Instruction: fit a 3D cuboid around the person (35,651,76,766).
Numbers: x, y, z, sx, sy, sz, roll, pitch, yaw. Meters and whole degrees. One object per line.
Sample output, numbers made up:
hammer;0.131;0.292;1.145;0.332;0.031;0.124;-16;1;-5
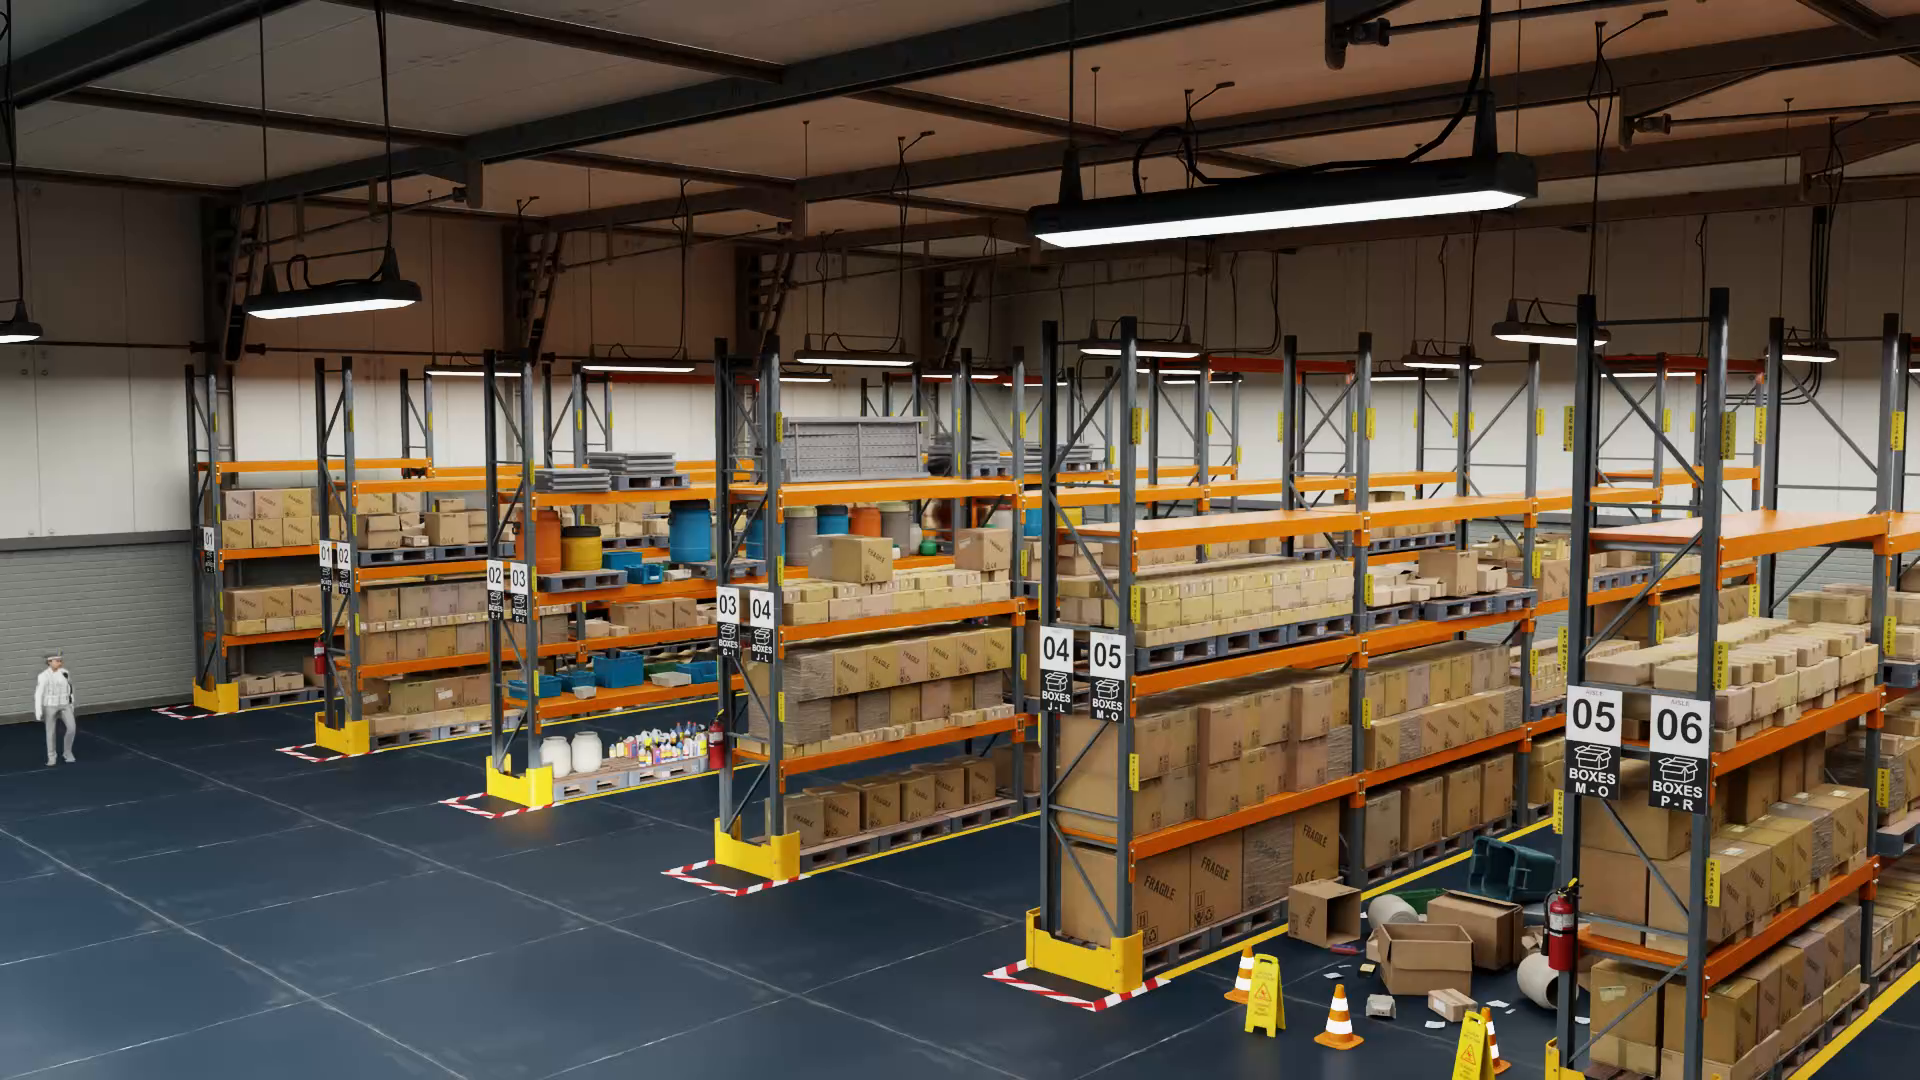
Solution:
person;-13.333;2.481;24.492;0.348;1.714;0.584;4;6;43

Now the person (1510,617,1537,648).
person;10.072;2.031;30.029;0.563;1.704;0.647;0;4;4
